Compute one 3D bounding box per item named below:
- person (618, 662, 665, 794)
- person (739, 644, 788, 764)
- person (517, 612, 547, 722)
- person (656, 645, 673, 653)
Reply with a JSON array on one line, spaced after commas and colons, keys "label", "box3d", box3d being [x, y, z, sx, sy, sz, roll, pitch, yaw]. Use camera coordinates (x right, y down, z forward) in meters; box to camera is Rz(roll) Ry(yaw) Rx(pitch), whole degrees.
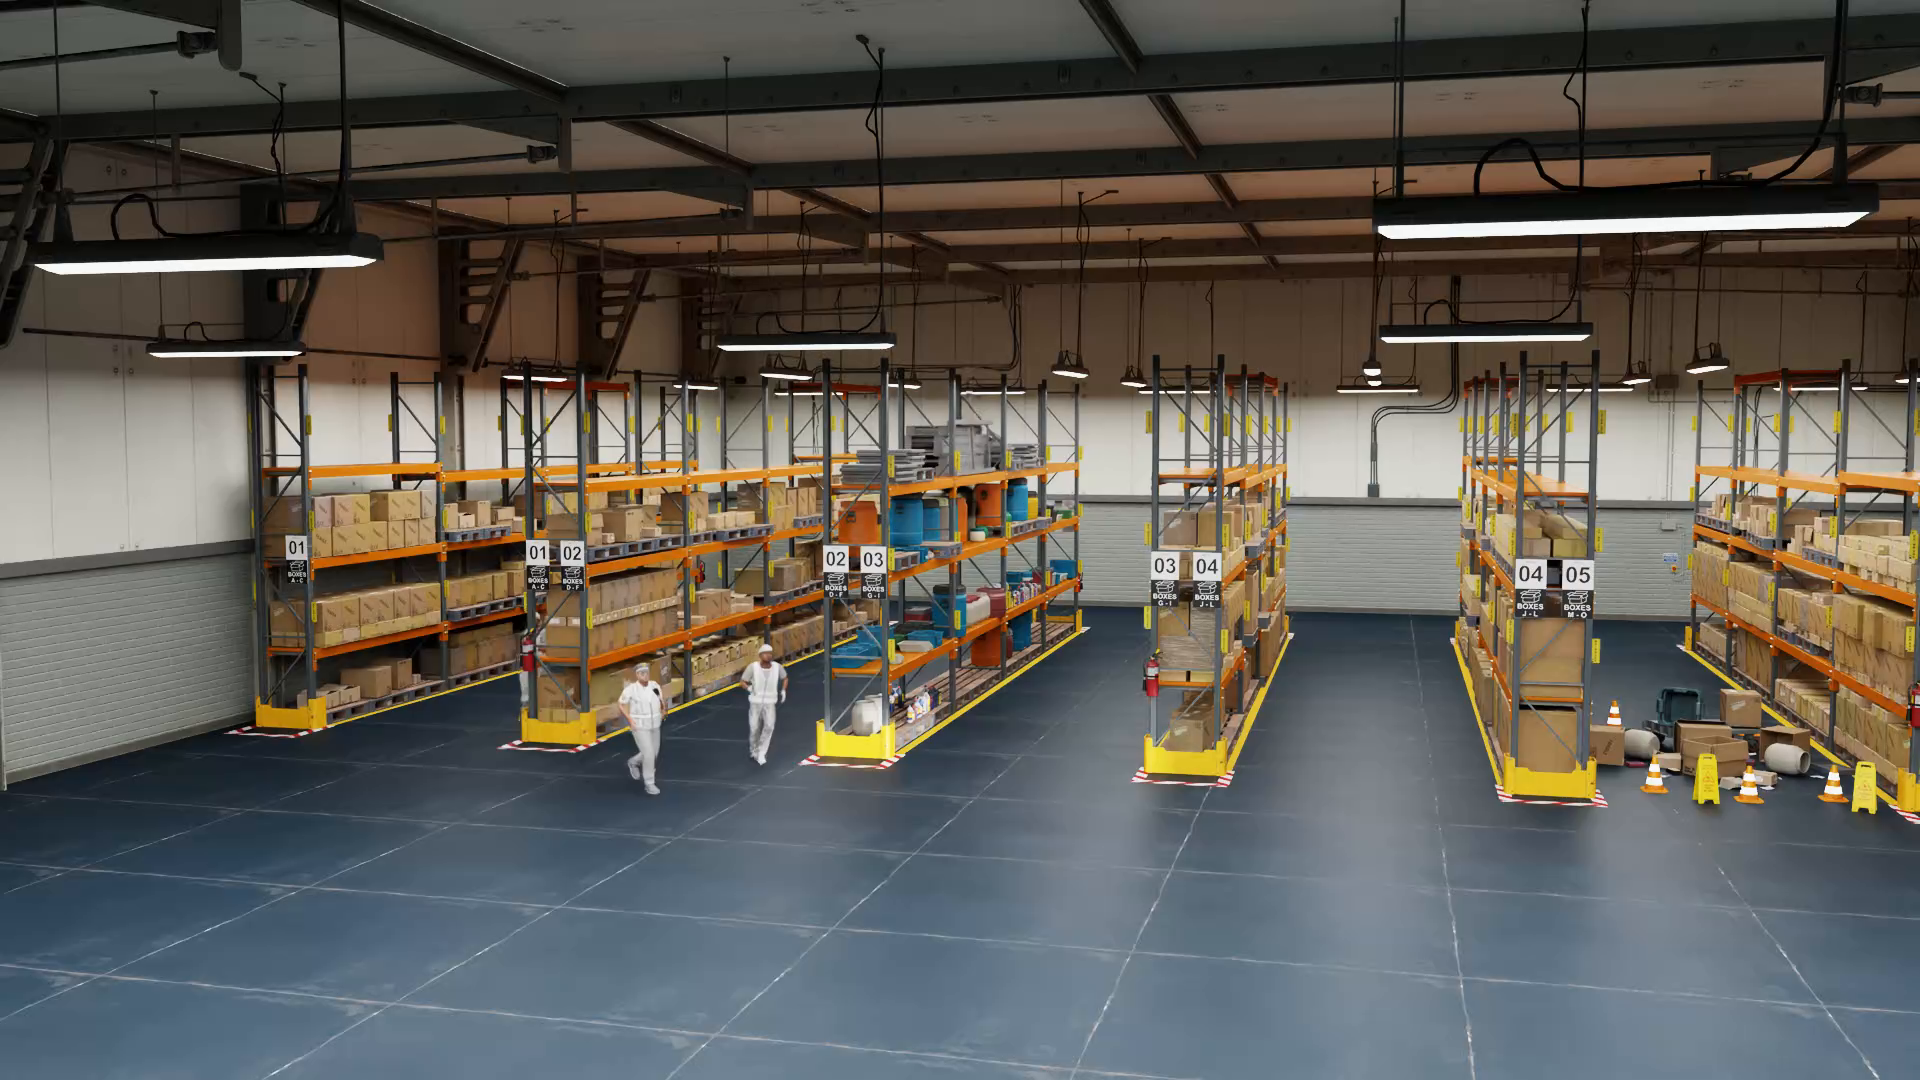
[{"label": "person", "box3d": [-4.344, 2.555, 22.861, 0.654, 1.787, 0.813, -4, 5, -42]}, {"label": "person", "box3d": [-2.914, 2.445, 24.776, 0.733, 1.778, 0.673, -1, 4, -10]}, {"label": "person", "box3d": [-7.257, 2.131, 28.361, 0.655, 1.817, 0.910, 1, 4, 10]}, {"label": "person", "box3d": [-6.500, 1.670, 36.292, 0.582, 1.726, 0.775, 0, 4, 4]}]
